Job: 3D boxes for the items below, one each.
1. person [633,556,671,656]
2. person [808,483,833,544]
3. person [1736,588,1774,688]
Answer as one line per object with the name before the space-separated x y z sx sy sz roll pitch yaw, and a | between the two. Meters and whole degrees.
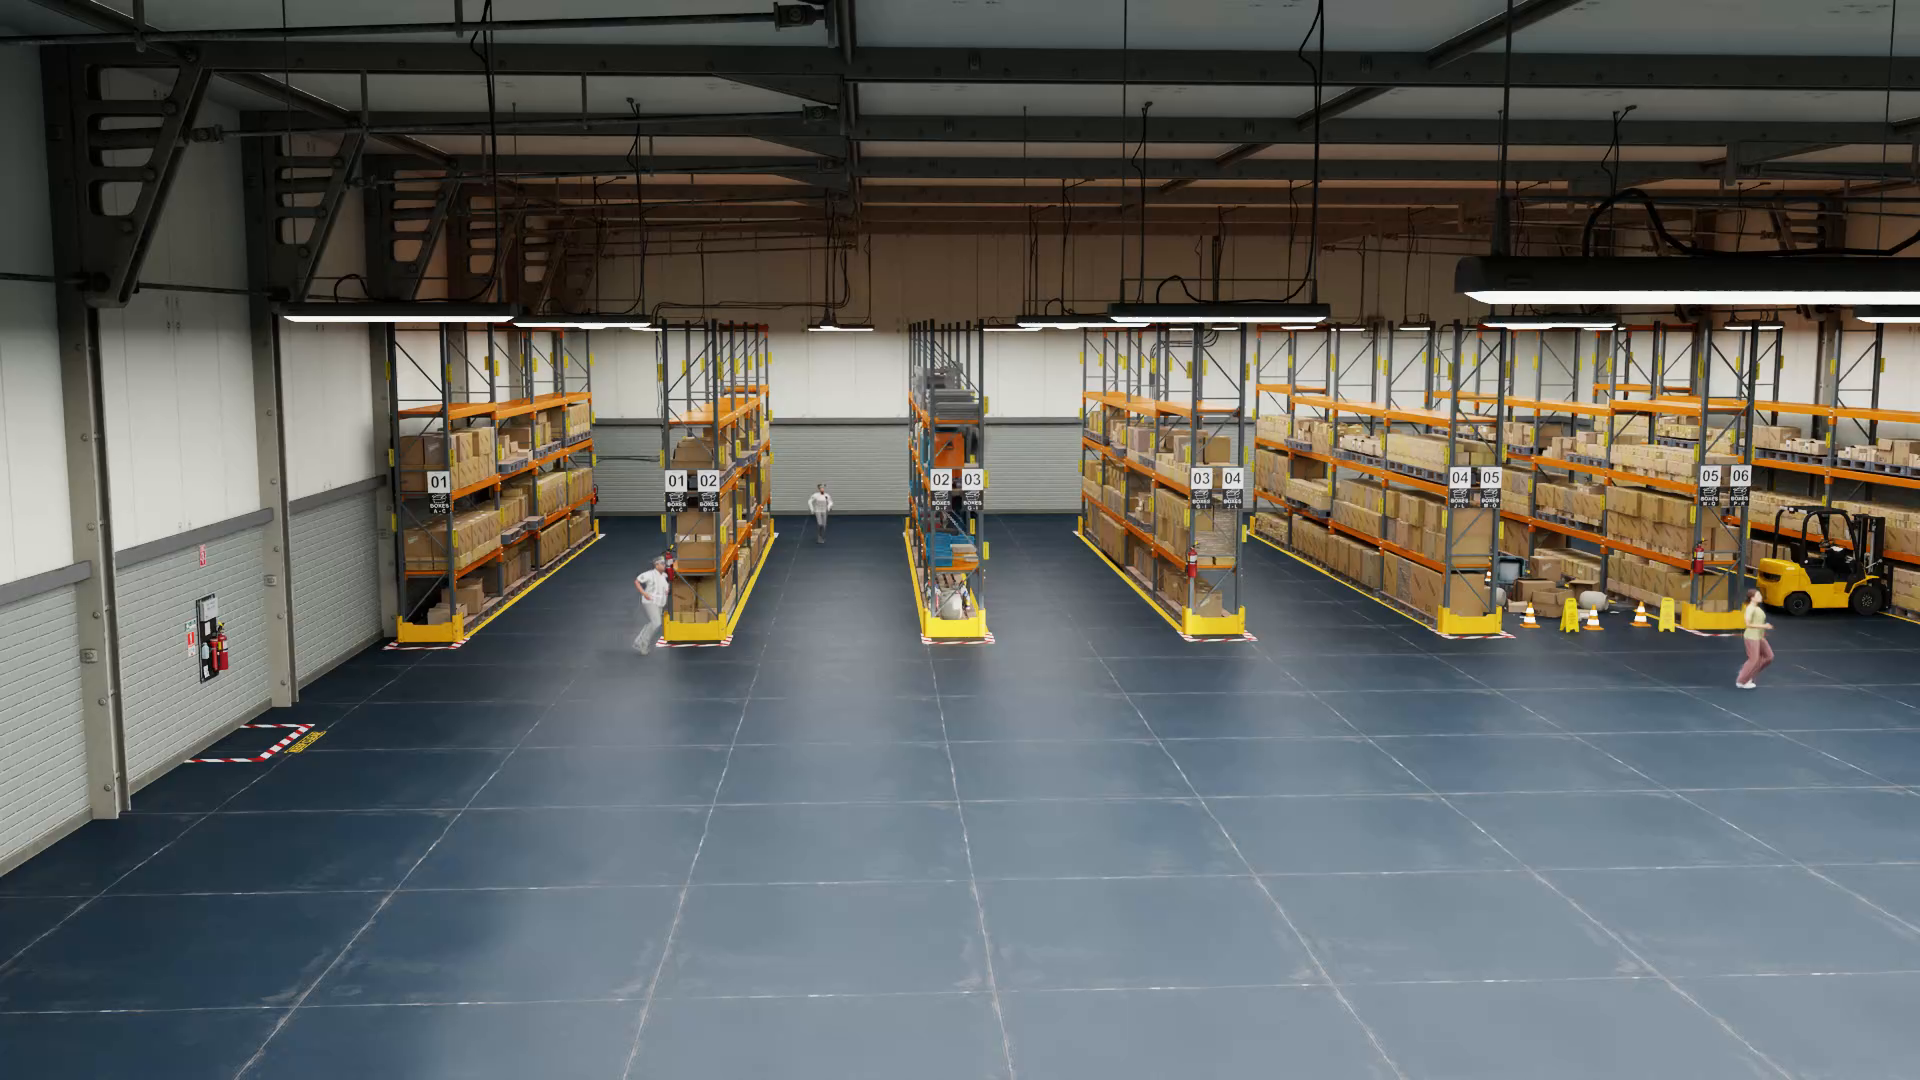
person | -5.549 1.177 30.041 0.665 1.785 0.739 4 8 28
person | -3.799 -0.735 45.667 0.640 1.673 0.648 -2 7 -19
person | 12.857 1.594 26.827 0.556 1.628 0.567 6 10 42
